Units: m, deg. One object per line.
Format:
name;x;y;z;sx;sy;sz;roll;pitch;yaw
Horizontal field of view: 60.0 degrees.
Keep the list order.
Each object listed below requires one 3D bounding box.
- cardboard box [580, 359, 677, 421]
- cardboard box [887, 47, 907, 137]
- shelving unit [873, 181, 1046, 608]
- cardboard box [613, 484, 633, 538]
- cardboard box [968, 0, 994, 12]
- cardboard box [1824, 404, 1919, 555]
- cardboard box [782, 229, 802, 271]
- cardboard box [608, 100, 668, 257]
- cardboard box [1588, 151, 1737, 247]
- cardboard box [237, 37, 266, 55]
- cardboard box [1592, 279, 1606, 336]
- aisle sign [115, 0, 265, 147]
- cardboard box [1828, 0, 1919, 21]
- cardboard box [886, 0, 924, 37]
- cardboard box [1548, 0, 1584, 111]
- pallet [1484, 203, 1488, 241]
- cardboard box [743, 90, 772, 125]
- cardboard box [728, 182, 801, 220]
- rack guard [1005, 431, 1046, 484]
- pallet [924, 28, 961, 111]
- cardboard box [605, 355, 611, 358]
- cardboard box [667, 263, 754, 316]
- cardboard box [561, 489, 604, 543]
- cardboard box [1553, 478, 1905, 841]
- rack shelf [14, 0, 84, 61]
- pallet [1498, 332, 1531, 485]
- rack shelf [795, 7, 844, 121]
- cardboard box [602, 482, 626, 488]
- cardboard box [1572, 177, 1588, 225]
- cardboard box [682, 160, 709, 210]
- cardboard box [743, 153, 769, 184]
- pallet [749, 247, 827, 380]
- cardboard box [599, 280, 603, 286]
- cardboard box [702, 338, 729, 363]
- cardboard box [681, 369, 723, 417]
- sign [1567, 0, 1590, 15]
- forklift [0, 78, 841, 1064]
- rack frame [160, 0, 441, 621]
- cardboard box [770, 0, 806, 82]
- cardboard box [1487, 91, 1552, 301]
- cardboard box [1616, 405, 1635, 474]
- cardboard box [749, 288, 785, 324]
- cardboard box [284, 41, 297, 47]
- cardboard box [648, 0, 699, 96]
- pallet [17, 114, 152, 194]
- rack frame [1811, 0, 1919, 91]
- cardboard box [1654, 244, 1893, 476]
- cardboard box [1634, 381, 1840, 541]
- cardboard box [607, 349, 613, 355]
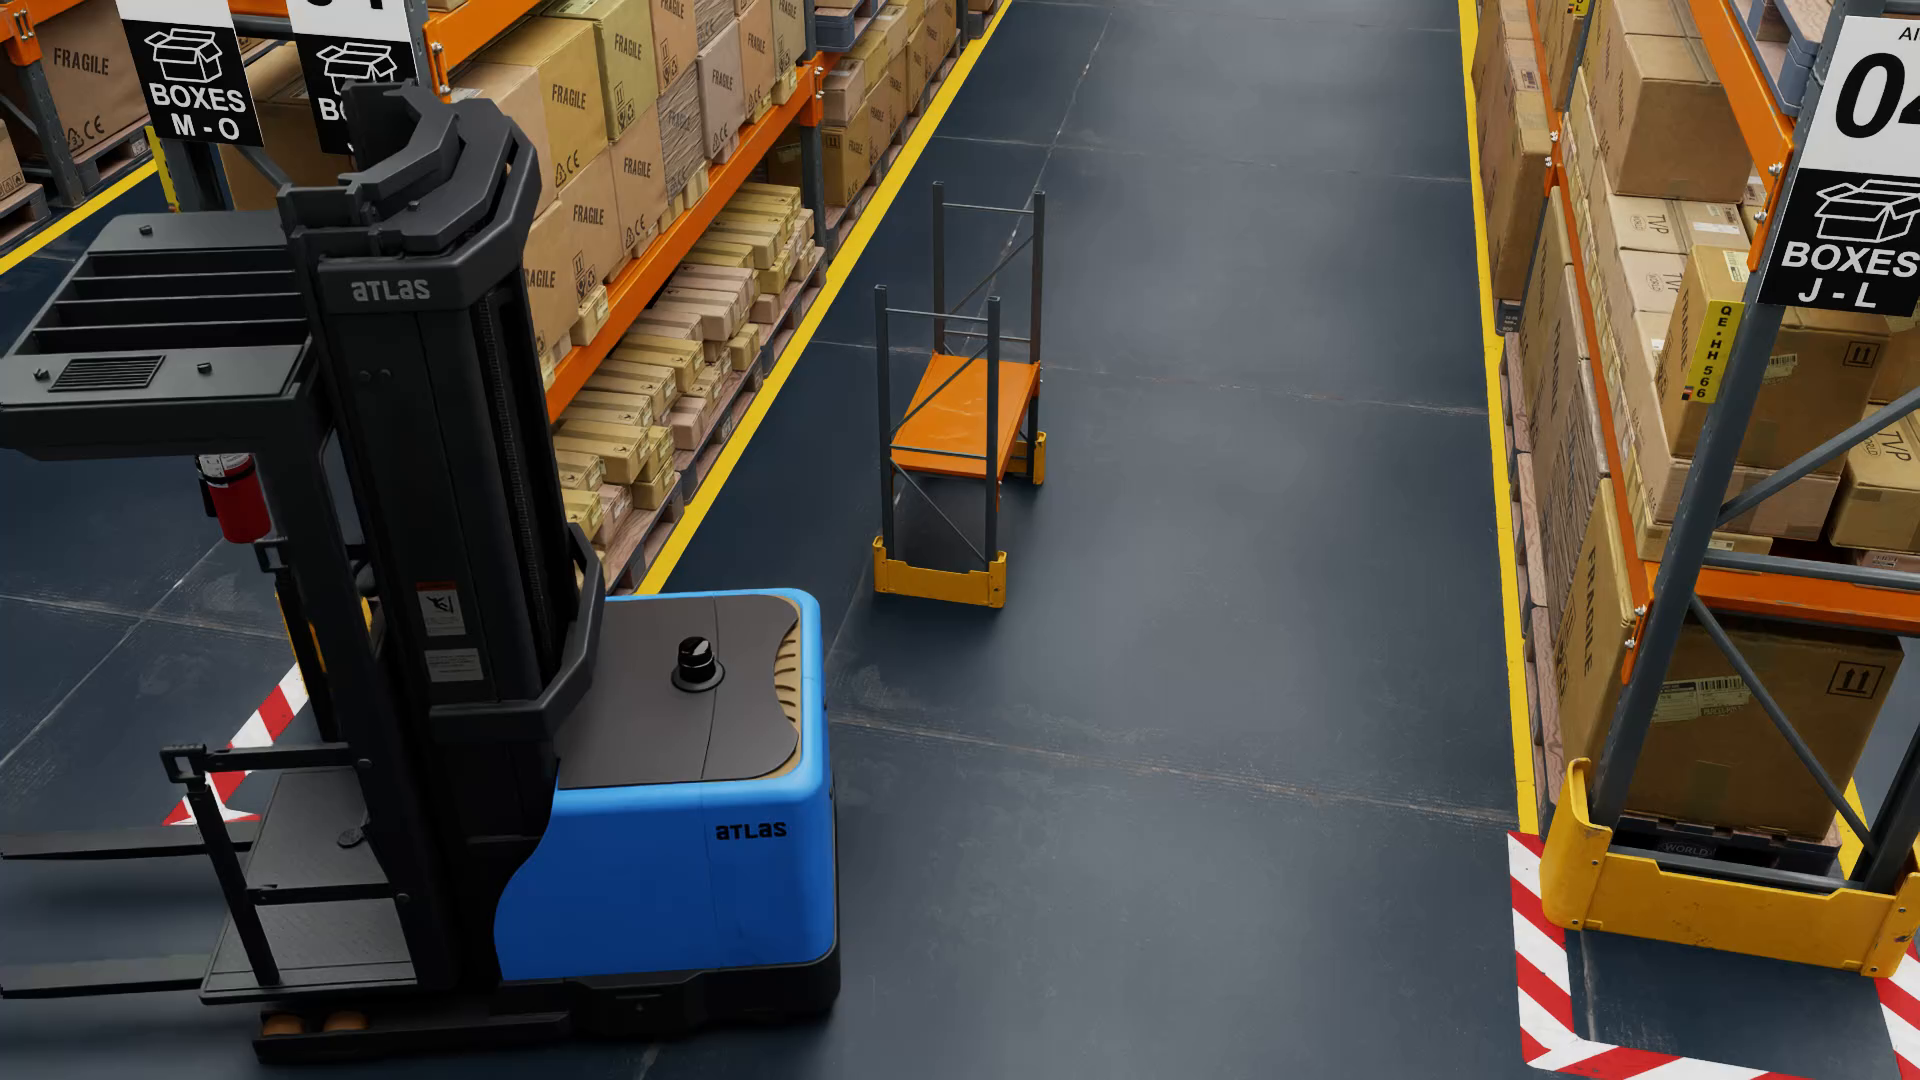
cardboard box;-1.543;-0.700;7.724;0.380;0.149;0.250;9;37;12
cardboard box;-0.666;-3.021;11.134;0.500;0.500;0.500;8;37;11
shelving unit;0.016;-0.651;7.370;0.587;1.500;1.083;7;37;10
cardboard box;-1.700;-0.153;7.476;0.380;0.149;0.250;8;37;10
cardboard box;-0.221;-4.757;13.316;1.050;0.750;0.750;7;36;9
cardboard box;3.043;-0.195;5.337;0.500;0.250;0.500;6;36;9
cardboard box;-1.095;-1.626;9.255;0.380;0.149;0.250;6;36;8
cardboard box;-1.575;-1.546;6.989;0.500;0.500;0.500;8;37;11
cardboard box;2.958;-1.428;7.039;0.500;0.250;0.500;8;37;11
cardboard box;-5.719;-4.136;12.353;0.875;0.875;0.875;8;37;11
cardboard box;2.758;-0.914;6.669;0.380;0.149;0.250;8;37;11
aisle sign;-2.456;-1.622;5.216;0.394;0.787;0.004;7;37;10
cardboard box;2.735;-1.664;4.406;0.700;0.500;0.500;5;36;7
cardboard box;-0.550;-3.616;11.317;0.500;0.250;0.500;8;37;11
cardboard box;3.364;-2.530;8.599;0.500;0.500;0.500;7;37;10
pallet;3.881;-2.211;10.621;1.003;0.211;1.213;7;37;10
cardboard box;-1.189;-2.265;8.533;0.380;0.149;0.250;9;37;12
cardboard box;-1.115;-1.887;9.362;0.380;0.149;0.250;8;37;11
rack guard;0.123;-0.430;8.131;0.587;0.250;0.087;7;37;10
pallet;-0.607;-3.583;12.514;1.003;0.211;1.213;7;37;10
cardboard box;-1.922;-0.965;8.597;0.380;0.149;0.250;6;36;9
cardboard box;-1.276;-1.286;8.533;0.380;0.149;0.250;6;36;8
cardboard box;-1.704;-0.088;6.880;0.380;0.149;0.250;6;36;8
cardboard box;2.735;0.420;6.068;0.875;0.875;0.875;7;37;10
rack shelf;-5.723;-4.285;11.719;1.077;0.370;4.000;7;37;10
pallet;3.292;-0.632;8.442;1.003;0.211;1.213;7;37;10
rack shelf;-0.866;-3.722;10.942;1.077;0.370;4.000;7;37;10
cardboard box;-1.705;-0.279;7.397;0.380;0.149;0.250;8;37;11
cardboard box;2.976;-1.505;7.484;0.380;0.149;0.250;6;36;9
cardboard box;-1.389;-1.667;7.707;0.380;0.149;0.250;8;37;11
cardboard box;-1.381;-2.480;10.389;0.500;0.500;0.500;7;36;9
pallet;-1.402;-1.348;9.430;1.003;0.211;1.213;7;37;10
cardboard box;-1.713;-1.081;6.899;0.380;0.149;0.250;9;37;12
cardboard box;-1.397;-1.039;8.445;0.380;0.149;0.250;6;36;8
cardboard box;-1.405;-0.738;8.284;0.380;0.149;0.250;7;37;10
sign;2.999;-2.686;7.981;0.100;0.325;0.005;7;37;10
forklift;-1.944;0.189;4.991;3.031;2.935;1.130;-3;36;-4
rack frame;-2.147;-0.573;5.985;1.000;3.000;0.127;7;37;10
cardboard box;-1.120;-2.715;8.601;0.500;0.500;0.500;7;37;10
cardboard box;3.648;-1.866;9.222;1.225;0.875;0.875;7;37;10
cardboard box;2.540;-0.331;5.865;0.380;0.149;0.250;7;37;10
cardboard box;-1.175;-1.317;9.082;0.380;0.149;0.250;6;36;8
cardboard box;-2.184;-1.723;6.381;0.500;0.500;0.500;6;36;8
cardboard box;-1.452;-2.241;7.096;0.500;0.500;0.500;6;36;8
pallet;-6.059;-2.752;11.367;1.003;0.211;1.213;7;37;10
rack frame;2.677;-2.323;3.287;1.000;3.000;0.127;7;37;10
cardboard box;2.524;-0.569;5.215;0.500;0.500;0.500;8;37;11
cardboard box;2.521;-0.265;5.433;0.500;0.250;0.500;7;36;9
cardboard box;-1.924;-1.089;8.514;0.380;0.149;0.250;7;37;10
